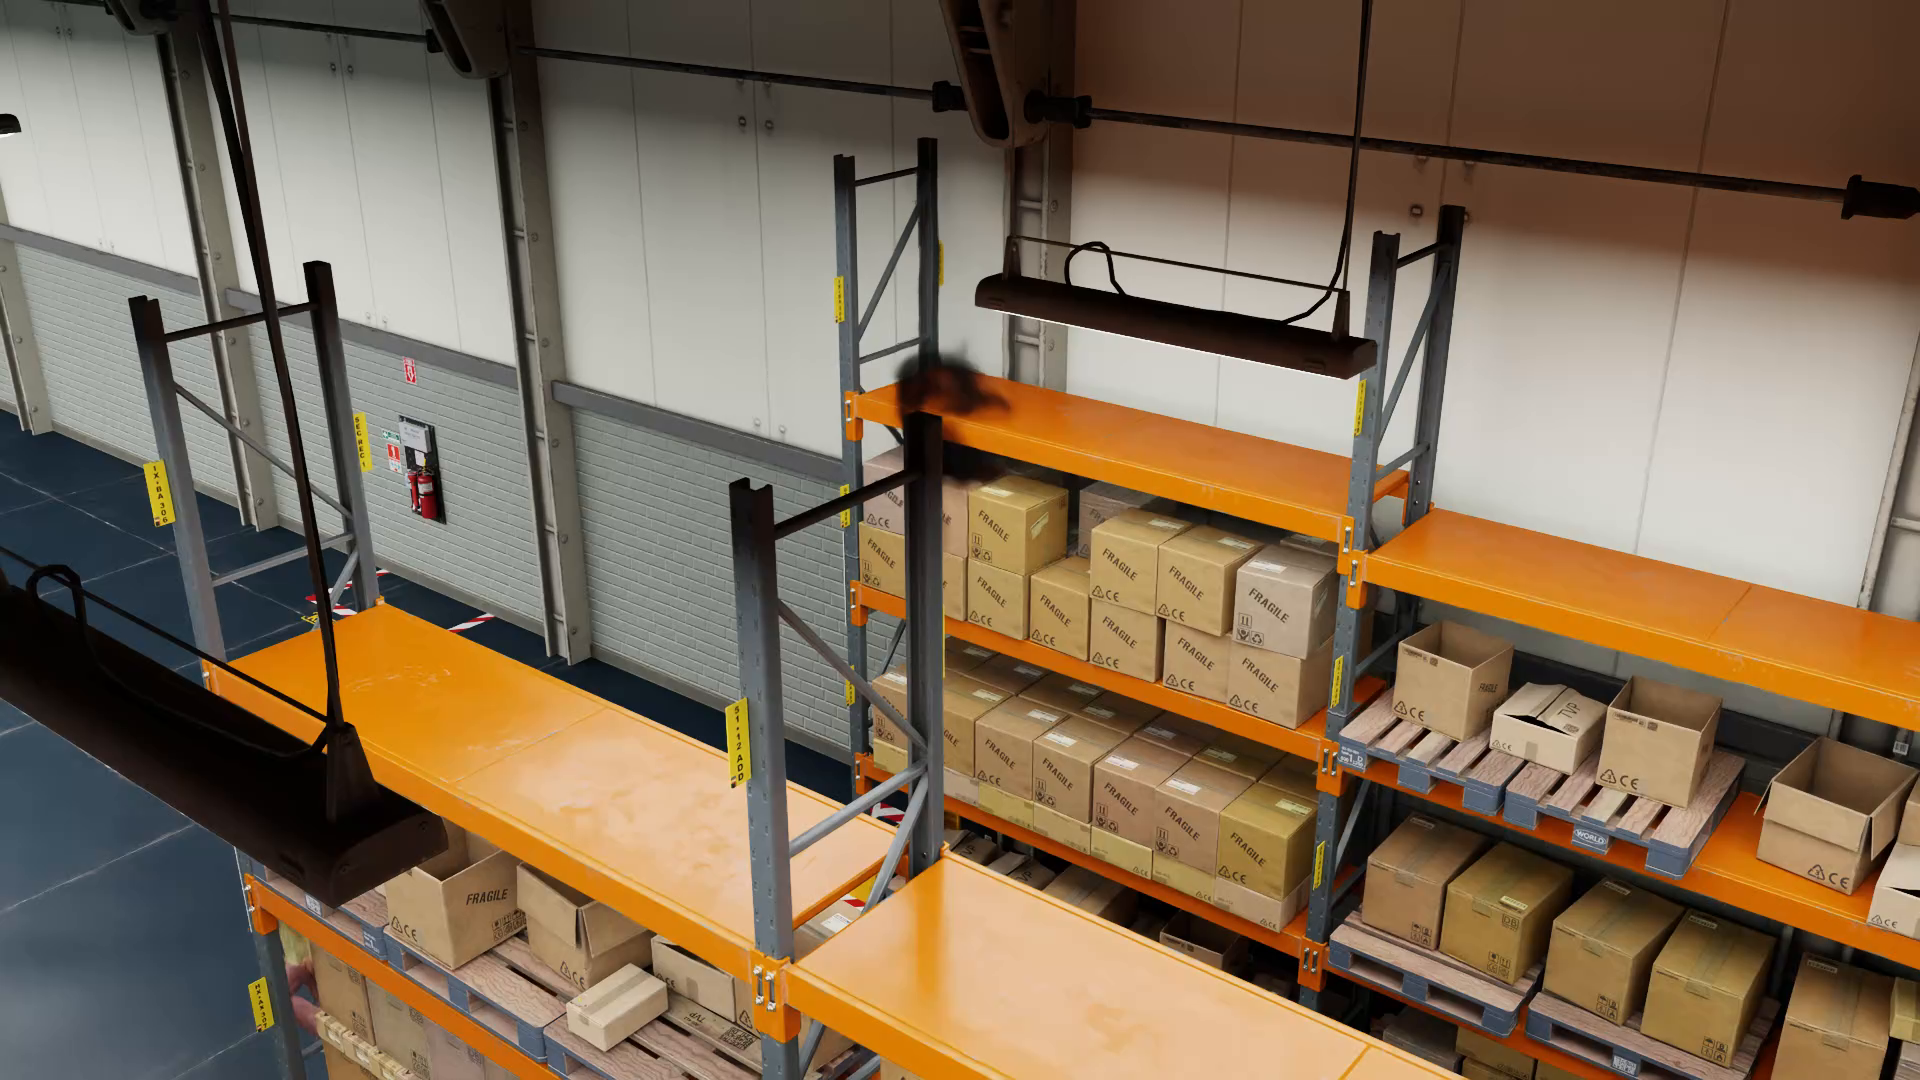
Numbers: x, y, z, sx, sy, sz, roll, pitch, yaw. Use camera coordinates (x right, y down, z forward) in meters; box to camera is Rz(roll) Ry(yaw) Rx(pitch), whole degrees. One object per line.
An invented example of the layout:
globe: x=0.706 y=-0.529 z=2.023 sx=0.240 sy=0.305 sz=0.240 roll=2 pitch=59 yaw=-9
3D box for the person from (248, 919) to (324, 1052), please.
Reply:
person: x=-4.426 y=2.775 z=11.144 sx=0.605 sy=1.658 sz=0.572 roll=-2 pitch=23 yaw=-6
